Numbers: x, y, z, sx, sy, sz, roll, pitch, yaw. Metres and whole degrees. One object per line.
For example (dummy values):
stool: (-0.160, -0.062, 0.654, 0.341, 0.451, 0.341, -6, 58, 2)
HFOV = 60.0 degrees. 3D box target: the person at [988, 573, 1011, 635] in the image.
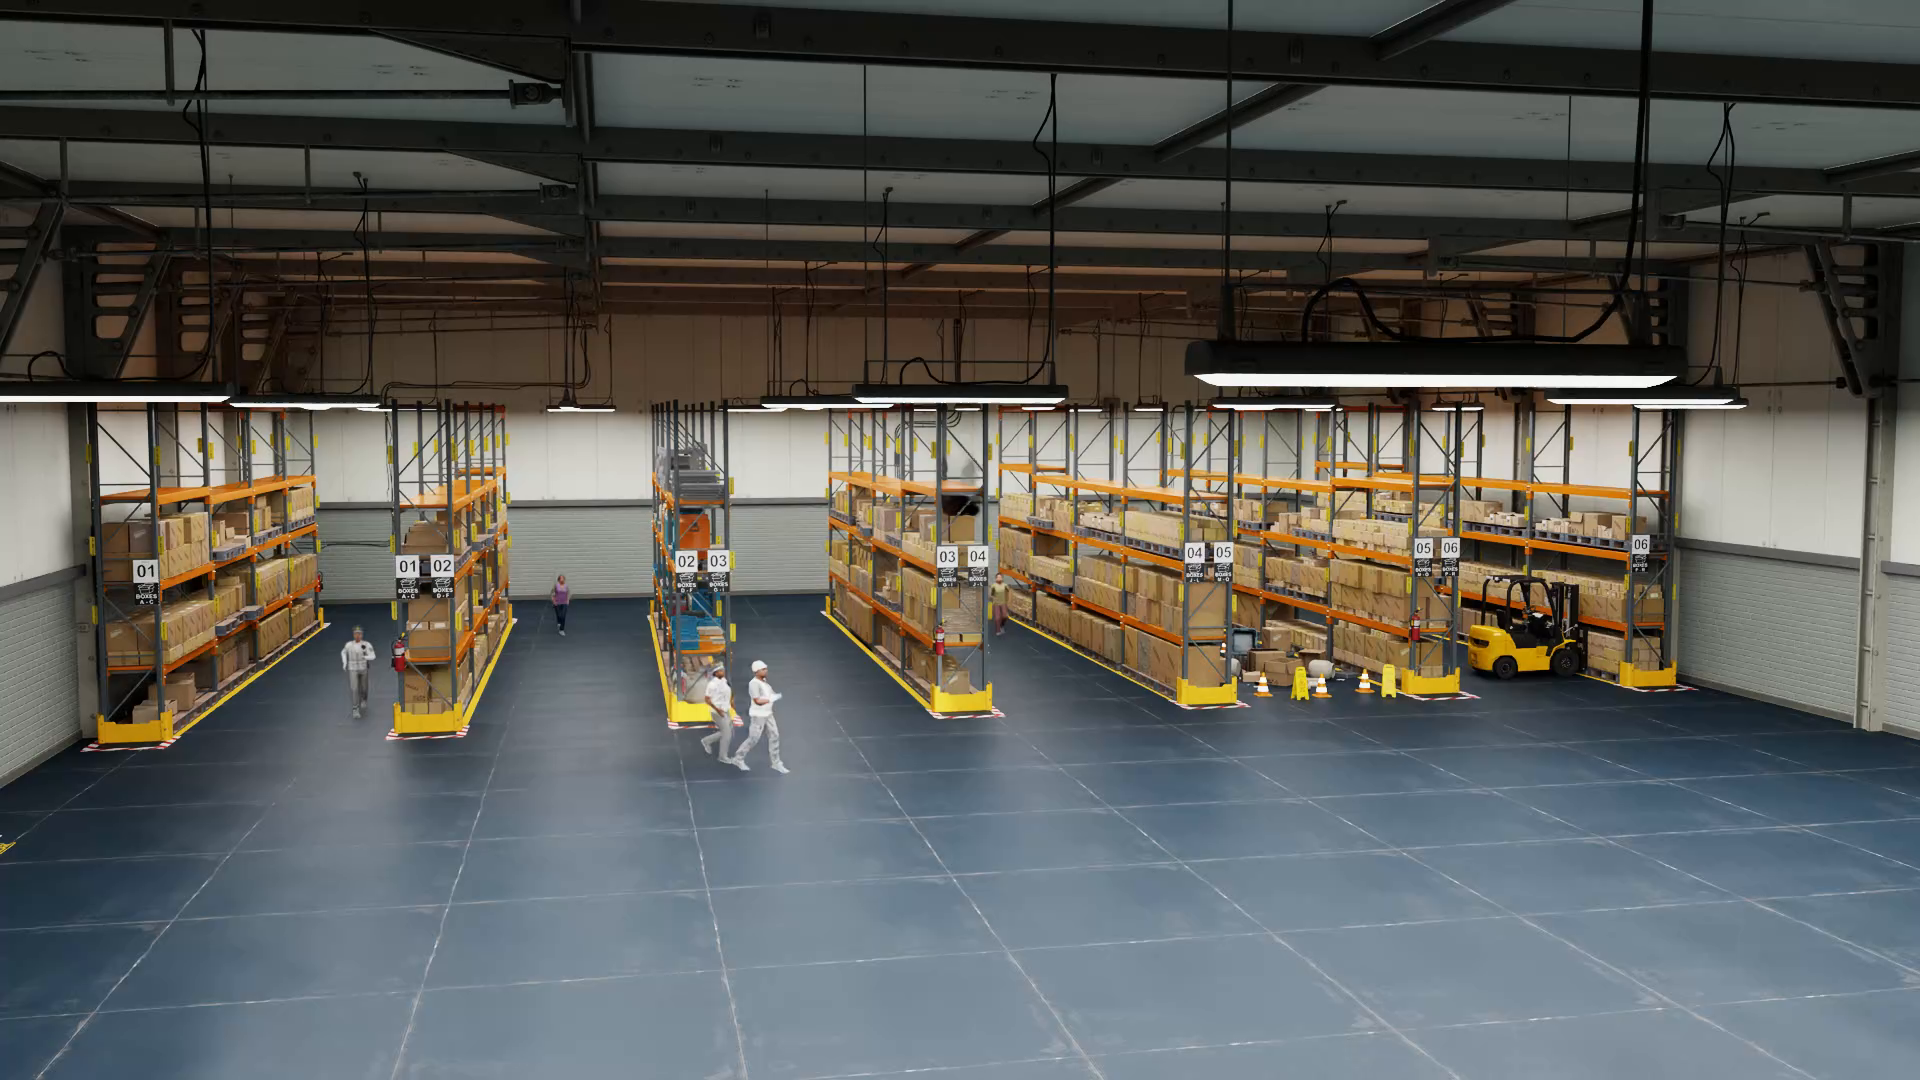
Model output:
person: (1.040, 1.665, 42.888, 0.617, 1.624, 0.550, -1, 4, -9)

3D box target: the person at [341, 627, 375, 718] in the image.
person: (-11.416, 2.479, 31.567, 0.611, 1.676, 0.895, -2, 5, -19)

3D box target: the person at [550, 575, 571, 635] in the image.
person: (-10.412, 1.691, 43.387, 0.537, 1.554, 0.503, -2, 5, -23)

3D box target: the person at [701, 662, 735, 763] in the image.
person: (-4.010, 2.835, 27.450, 0.611, 1.678, 0.576, 2, 5, 20)

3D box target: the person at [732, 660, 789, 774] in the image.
person: (-3.173, 2.818, 26.443, 0.903, 1.814, 0.672, 1, 4, 13)
